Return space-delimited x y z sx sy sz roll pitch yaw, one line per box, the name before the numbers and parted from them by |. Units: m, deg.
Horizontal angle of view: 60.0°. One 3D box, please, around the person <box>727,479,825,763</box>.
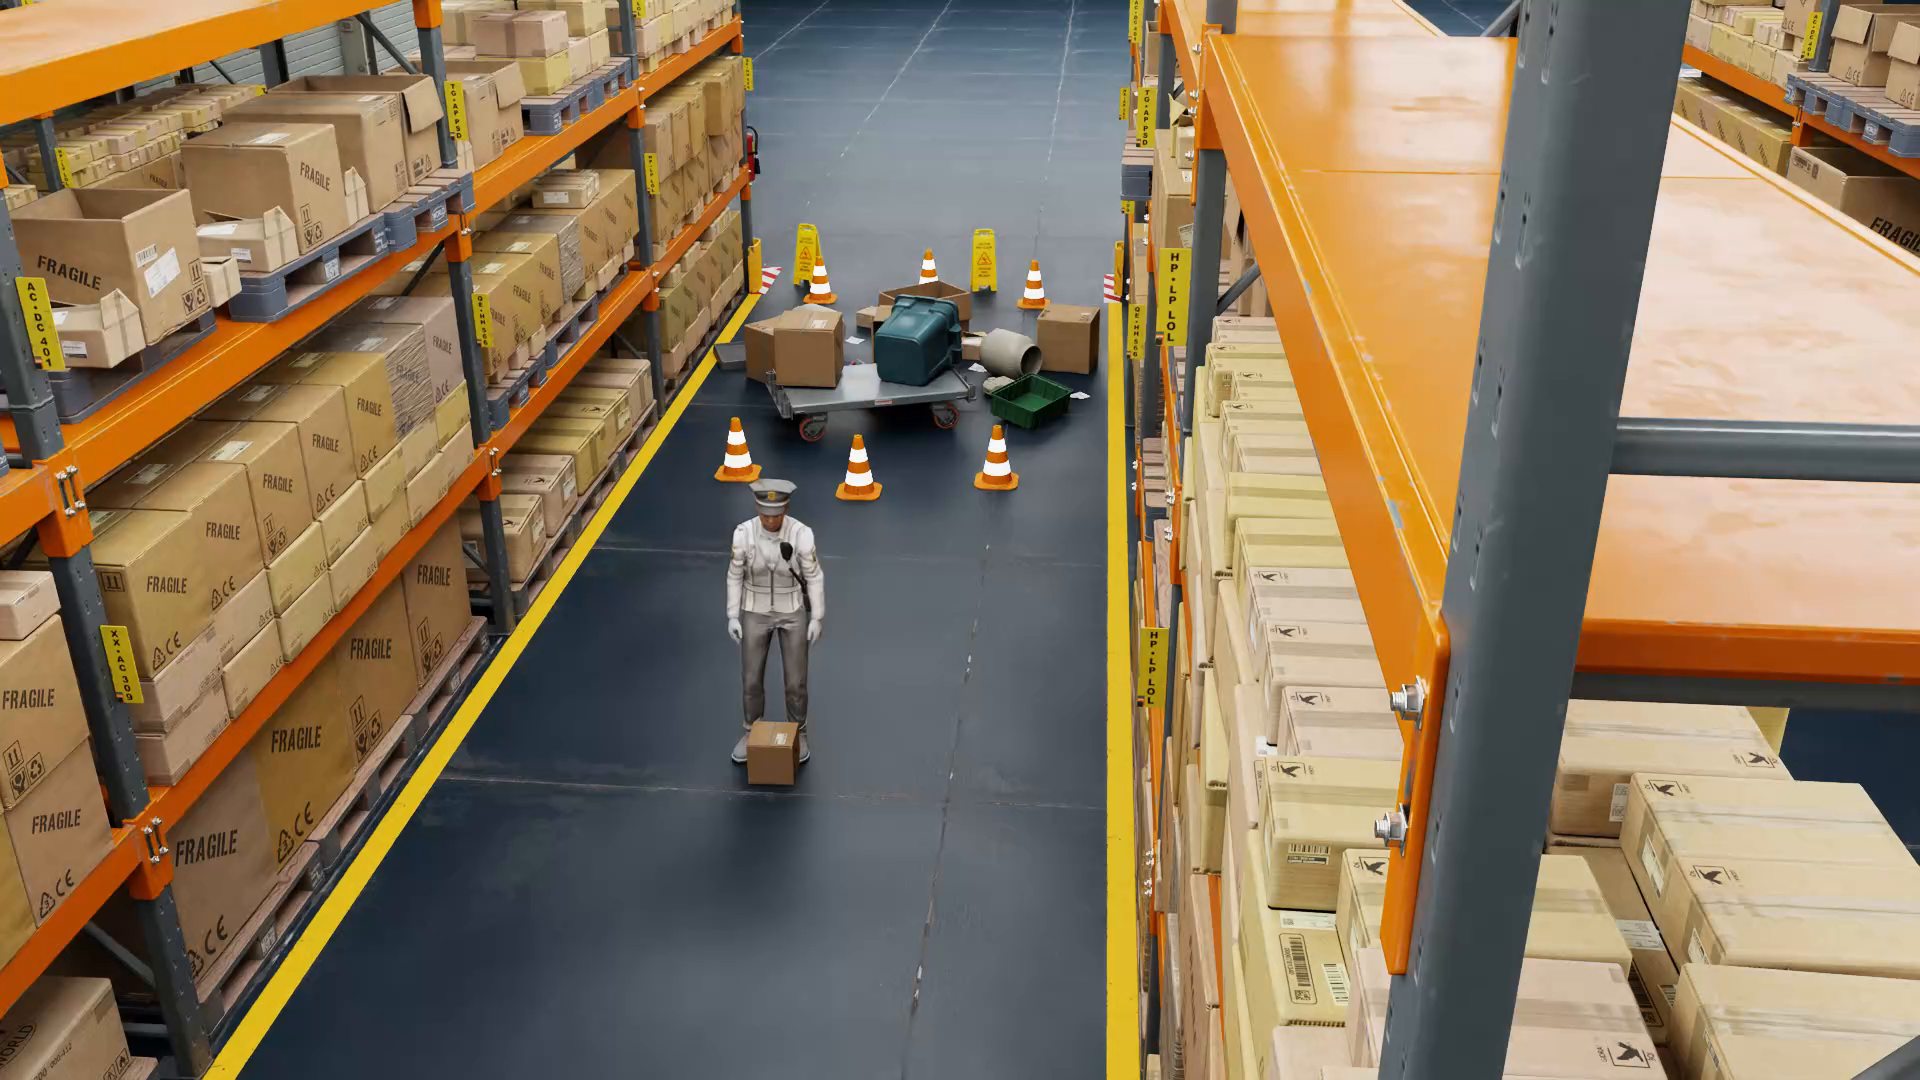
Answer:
person | -1.005 0.428 9.056 0.544 1.663 0.376 0 25 1
